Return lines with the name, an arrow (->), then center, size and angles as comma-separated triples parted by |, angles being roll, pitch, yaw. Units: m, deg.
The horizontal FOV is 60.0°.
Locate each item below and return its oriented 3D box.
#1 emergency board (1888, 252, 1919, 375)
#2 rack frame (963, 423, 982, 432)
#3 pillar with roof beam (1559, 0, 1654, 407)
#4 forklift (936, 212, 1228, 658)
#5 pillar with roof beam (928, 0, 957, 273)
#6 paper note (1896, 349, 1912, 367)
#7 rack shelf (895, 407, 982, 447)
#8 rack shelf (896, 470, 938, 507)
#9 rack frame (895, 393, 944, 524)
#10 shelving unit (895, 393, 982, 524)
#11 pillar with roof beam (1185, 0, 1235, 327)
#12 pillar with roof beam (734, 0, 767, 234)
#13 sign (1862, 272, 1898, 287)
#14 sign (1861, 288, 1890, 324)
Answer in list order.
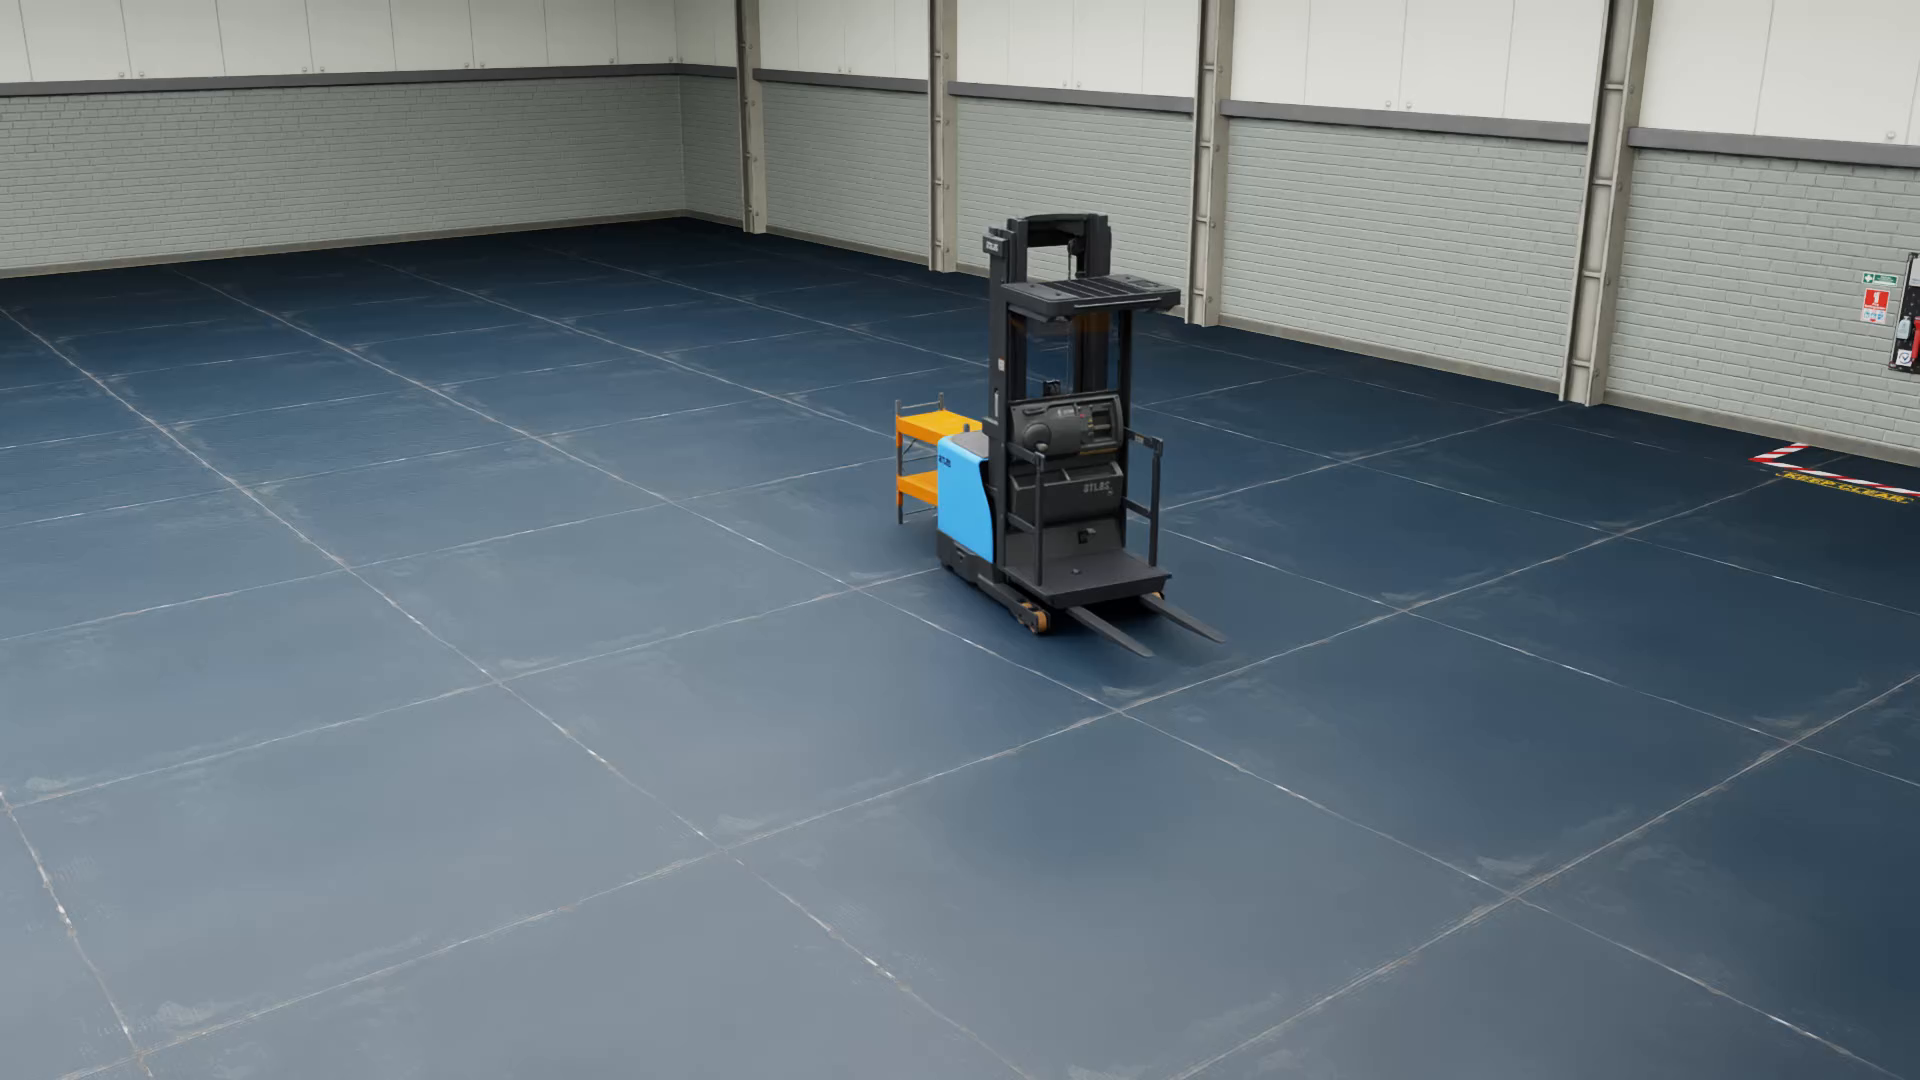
emergency board -> 9.388, -2.159, 16.112 | 0.194, 1.169, 0.643 | -14, 23, -36
rack frame -> 0.239, -0.463, 13.971 | 0.500, 1.125, 0.032 | -13, 22, -34
pillar with roof beam -> 3.792, -5.029, 15.235 | 9.100, 9.000, 0.400 | -14, 23, -36
forklift -> 0.901, -0.861, 12.298 | 1.130, 2.935, 3.031 | -9, 20, -25
pillar with roof beam -> -3.659, -7.986, 24.165 | 9.100, 9.000, 0.400 | -14, 23, -36
paper note -> 9.332, -1.798, 16.423 | 0.016, 0.148, 0.142 | -14, 23, -36
rack shelf -> -0.057, -0.871, 14.271 | 0.538, 0.278, 1.000 | -13, 22, -34
rack shelf -> -0.057, -0.361, 14.440 | 0.538, 0.278, 1.000 | -13, 22, -34
rack frame -> -0.353, -0.723, 14.755 | 0.500, 1.125, 0.032 | -13, 22, -34
shelving unit -> -0.057, -0.593, 14.363 | 0.538, 1.125, 1.048 | -13, 22, -34
pillar with roof beam -> 0.067, -6.508, 19.700 | 9.100, 9.000, 0.400 | -14, 23, -36
pillar with roof beam -> -7.384, -9.465, 28.630 | 9.100, 9.000, 0.400 | -14, 23, -36
sign -> 9.121, -2.582, 16.487 | 0.001, 0.109, 0.331 | -14, 23, -36
sign -> 9.125, -2.333, 16.579 | 0.001, 0.329, 0.234 | -14, 23, -36
